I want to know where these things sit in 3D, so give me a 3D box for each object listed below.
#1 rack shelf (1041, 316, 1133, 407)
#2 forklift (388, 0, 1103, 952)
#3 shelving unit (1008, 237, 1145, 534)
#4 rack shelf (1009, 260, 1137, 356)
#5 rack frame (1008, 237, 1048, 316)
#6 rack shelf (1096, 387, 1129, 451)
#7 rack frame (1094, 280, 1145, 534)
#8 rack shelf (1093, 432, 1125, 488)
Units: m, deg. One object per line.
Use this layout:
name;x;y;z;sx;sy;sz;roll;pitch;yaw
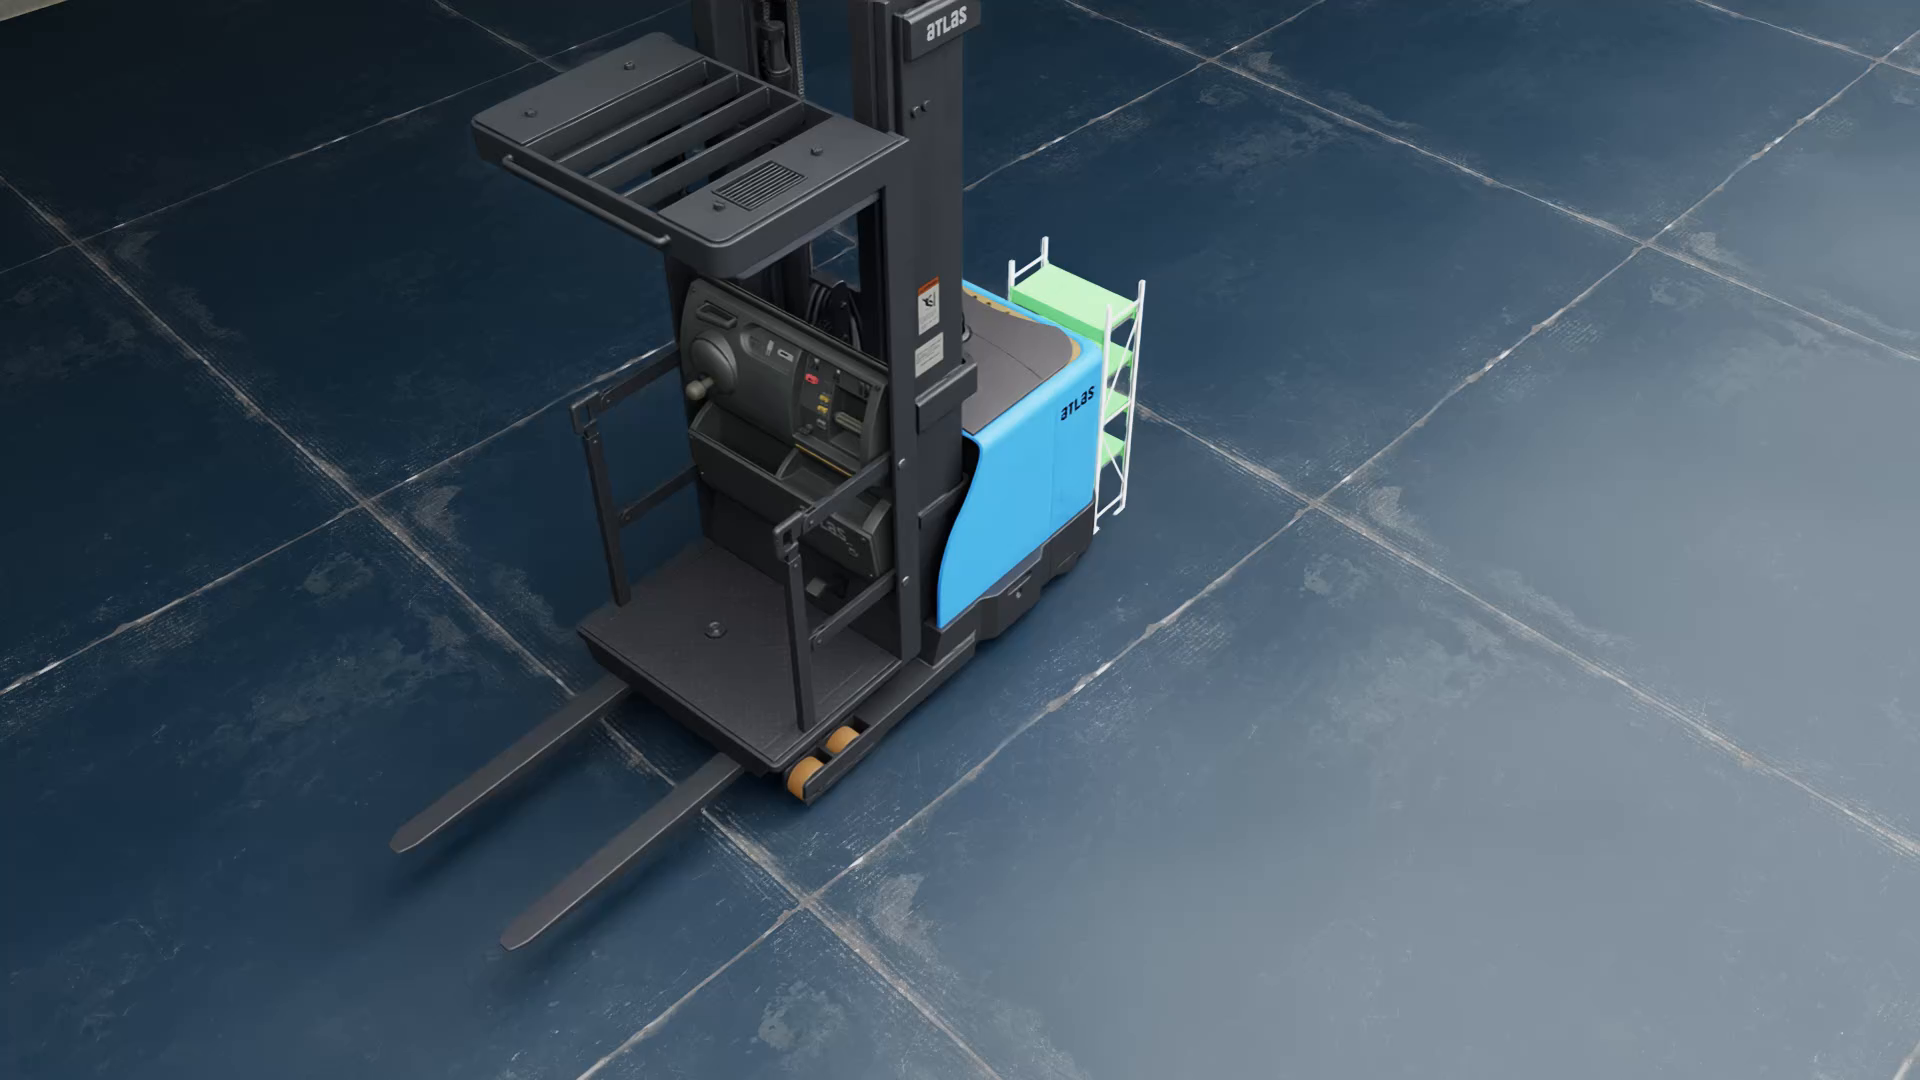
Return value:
rack shelf;0.465;-0.762;6.931;0.480;0.148;0.258;30;50;28
forklift;-0.759;-0.493;5.624;1.130;2.935;3.031;30;50;28
shelving unit;0.465;-0.633;7.050;0.503;1.200;0.258;30;50;28
rack shelf;0.465;-0.939;6.768;0.480;0.148;0.258;30;50;28
rack frame;0.278;-0.739;7.166;0.015;1.200;0.240;30;50;28
rack shelf;0.465;-0.586;7.094;0.480;0.148;0.258;30;50;28
rack frame;0.652;-0.526;6.935;0.015;1.200;0.240;30;50;28
rack shelf;0.465;-0.409;7.257;0.480;0.148;0.258;30;50;28
